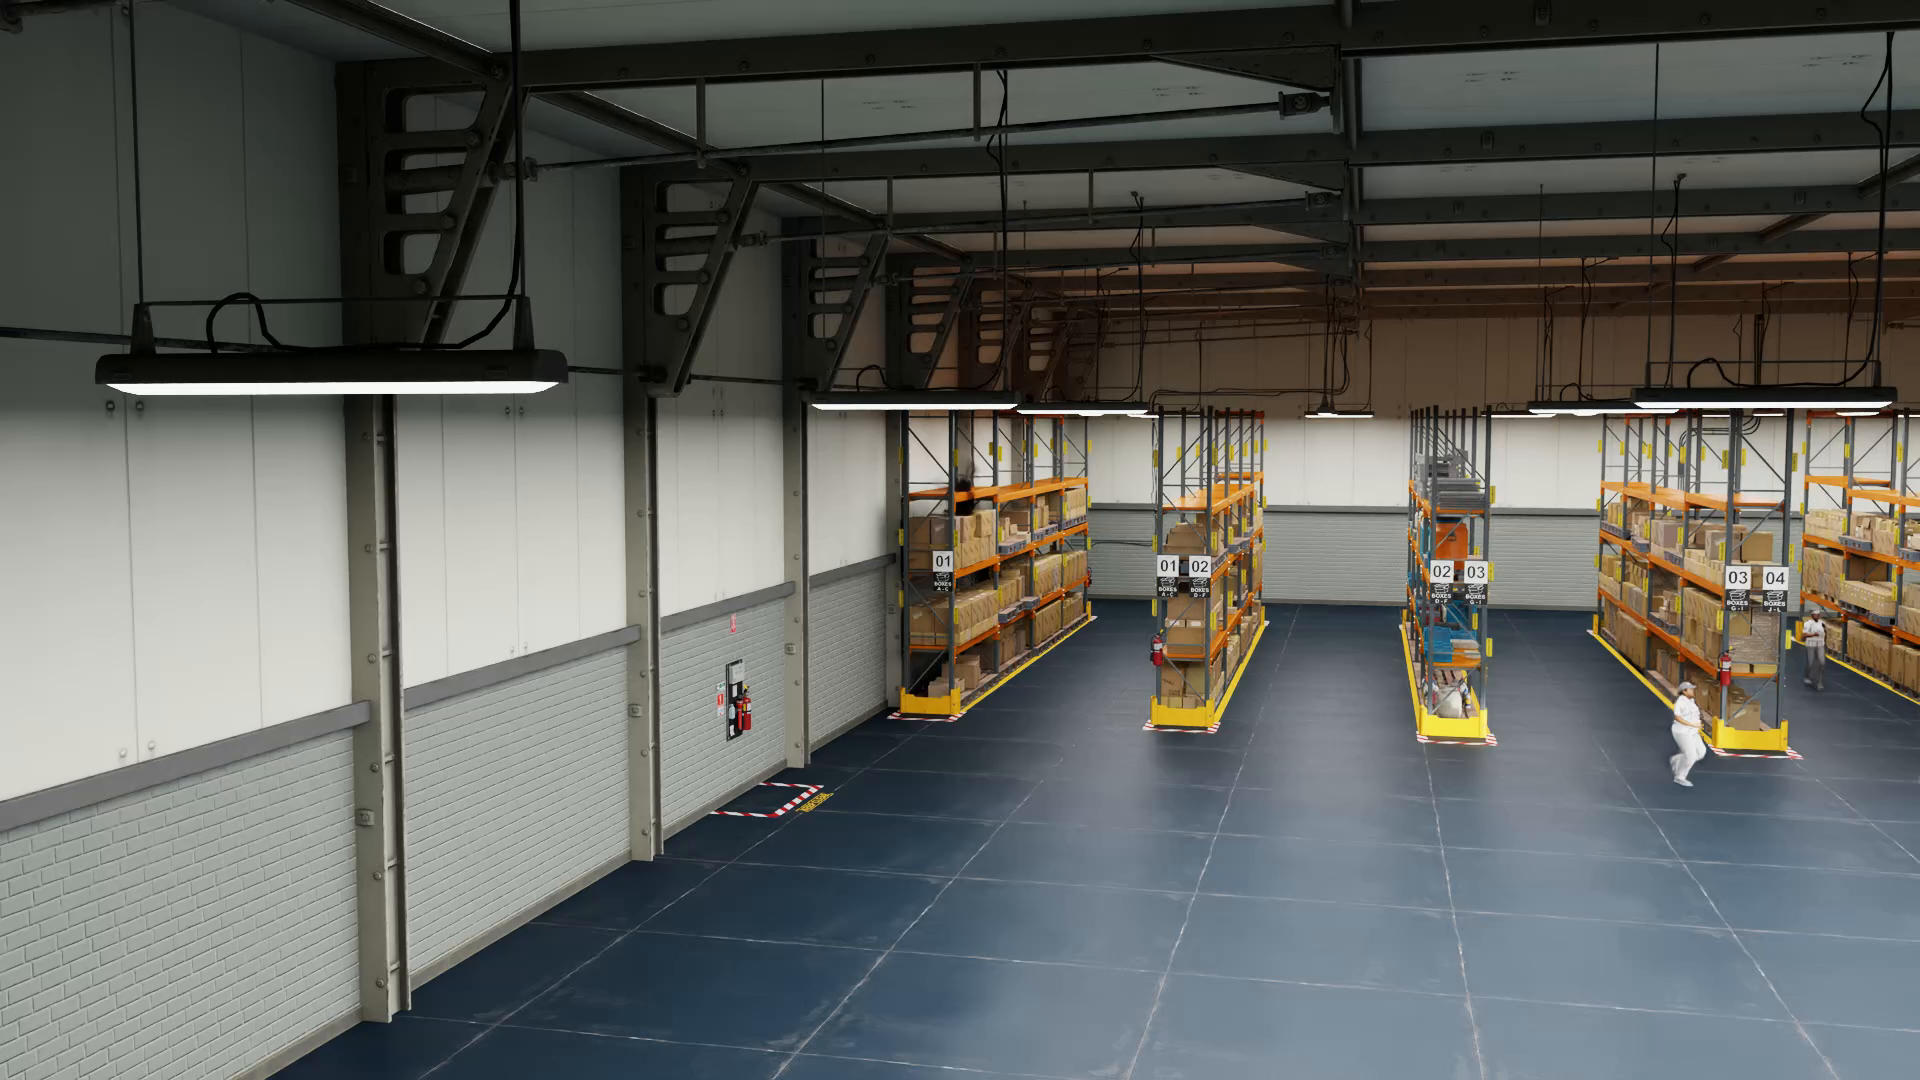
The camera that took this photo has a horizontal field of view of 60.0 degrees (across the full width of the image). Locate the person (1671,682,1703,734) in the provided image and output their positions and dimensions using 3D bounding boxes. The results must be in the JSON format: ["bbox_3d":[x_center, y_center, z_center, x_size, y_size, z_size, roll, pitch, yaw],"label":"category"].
[{"bbox_3d":[11.460,2.650,26.127,0.474,0.851,0.659,3,5,39],"label":"person"}]

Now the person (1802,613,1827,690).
[{"bbox_3d":[18.342,2.342,35.664,0.556,1.714,0.714,1,4,9],"label":"person"}]
